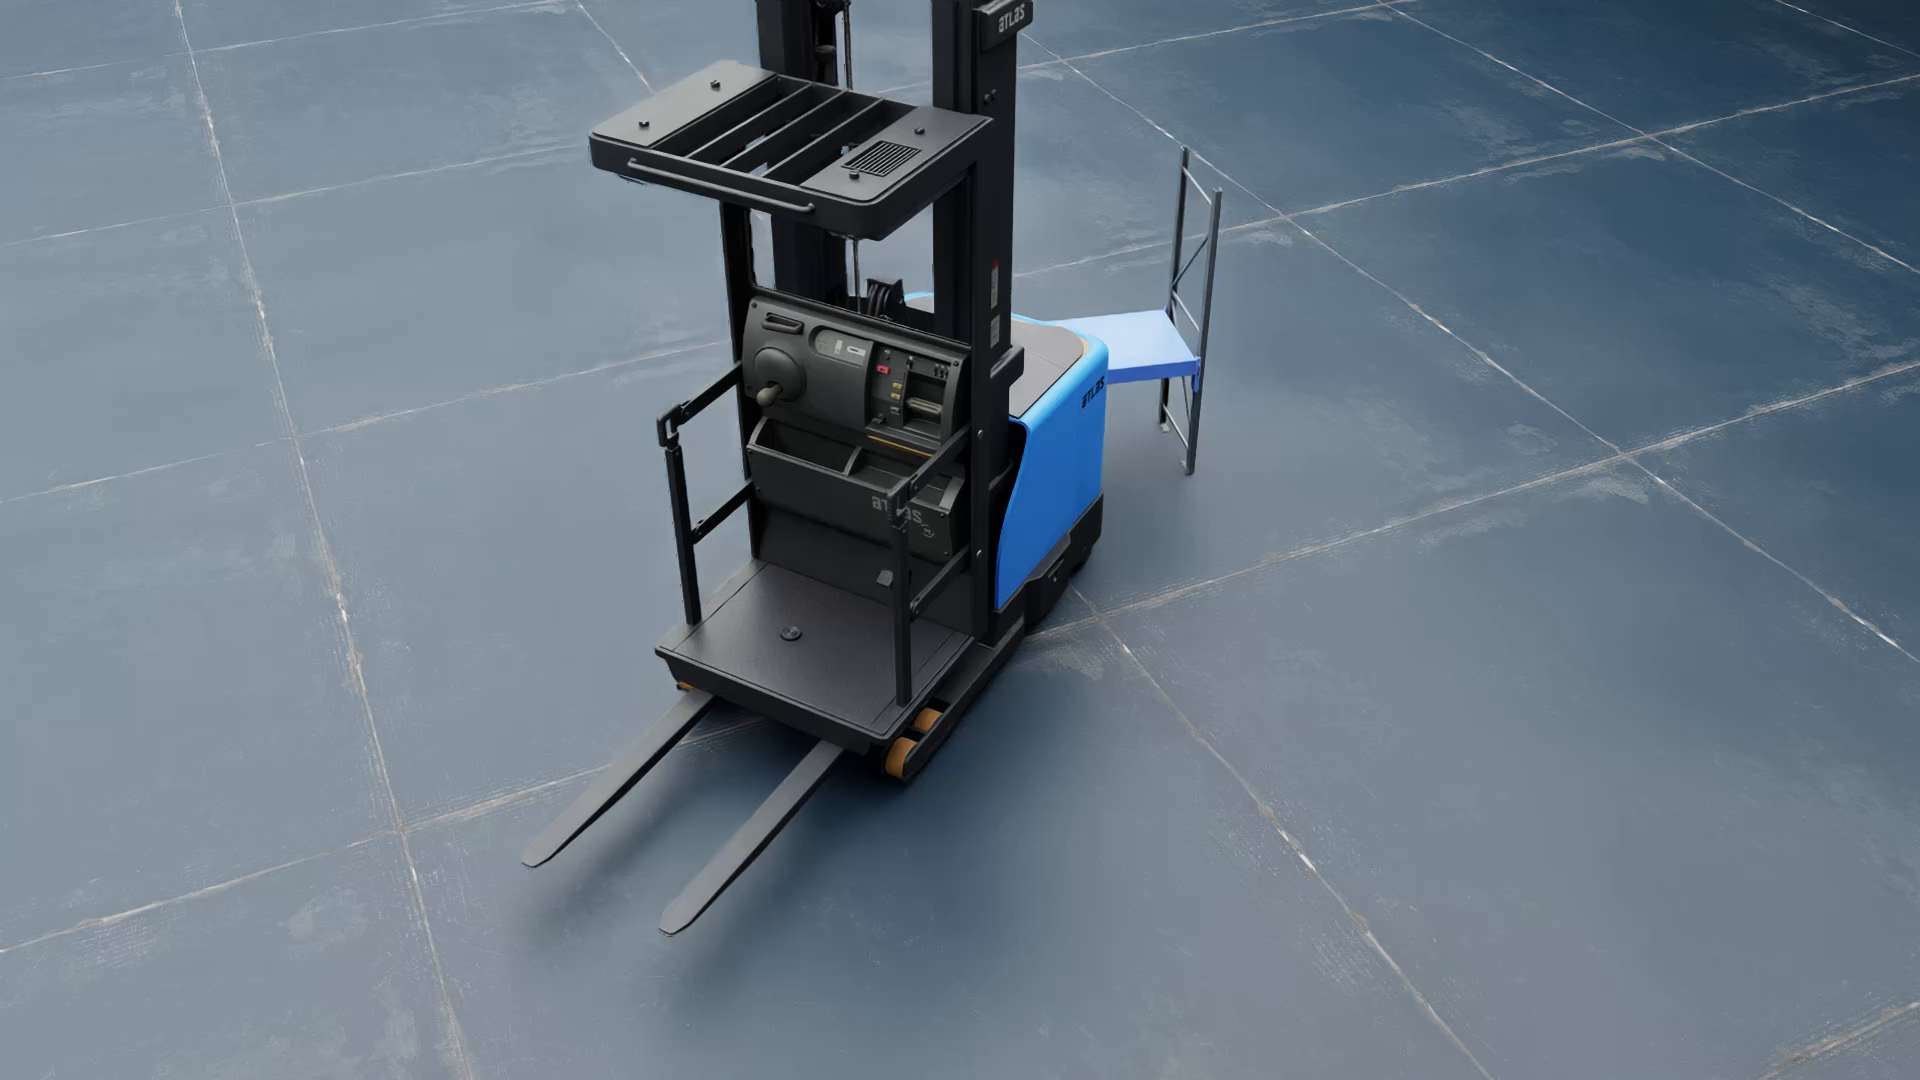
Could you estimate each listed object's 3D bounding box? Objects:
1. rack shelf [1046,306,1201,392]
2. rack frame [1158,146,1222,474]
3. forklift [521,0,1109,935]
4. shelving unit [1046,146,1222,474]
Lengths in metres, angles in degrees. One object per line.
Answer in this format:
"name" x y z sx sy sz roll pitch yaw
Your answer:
"rack shelf" 0.589 -0.867 7.961 1.000 0.185 0.538 -7 37 -10
"rack frame" 1.086 -1.074 7.938 0.032 1.500 0.500 -7 37 -10
"forklift" -0.512 -0.554 6.036 1.130 2.935 3.031 19 40 23
"shelving unit" 0.589 -1.011 7.854 1.048 1.500 0.538 -7 37 -10
